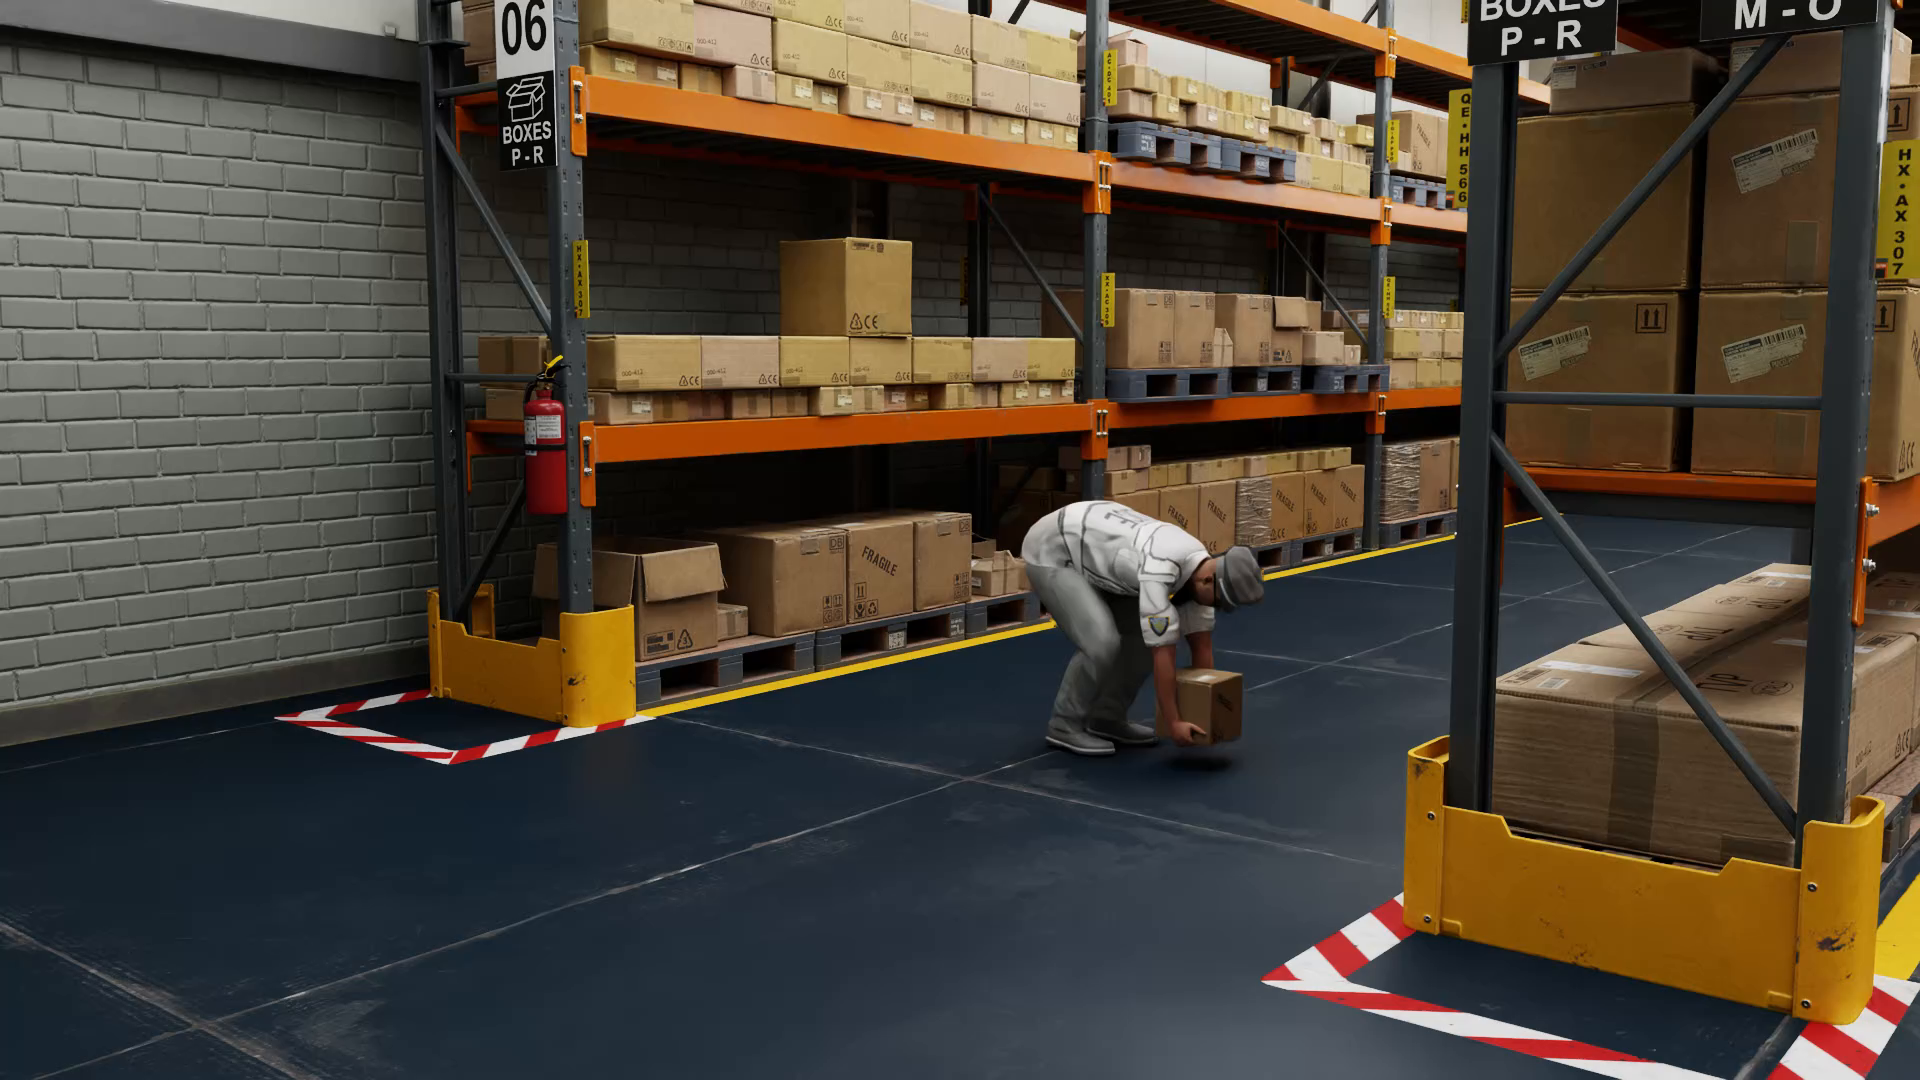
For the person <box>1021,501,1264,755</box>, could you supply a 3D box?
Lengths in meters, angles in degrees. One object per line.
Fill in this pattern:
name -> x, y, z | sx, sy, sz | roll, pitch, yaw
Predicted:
person -> 0.733, 0.362, 6.760 | 1.028, 1.020, 0.515 | 5, 8, 36
